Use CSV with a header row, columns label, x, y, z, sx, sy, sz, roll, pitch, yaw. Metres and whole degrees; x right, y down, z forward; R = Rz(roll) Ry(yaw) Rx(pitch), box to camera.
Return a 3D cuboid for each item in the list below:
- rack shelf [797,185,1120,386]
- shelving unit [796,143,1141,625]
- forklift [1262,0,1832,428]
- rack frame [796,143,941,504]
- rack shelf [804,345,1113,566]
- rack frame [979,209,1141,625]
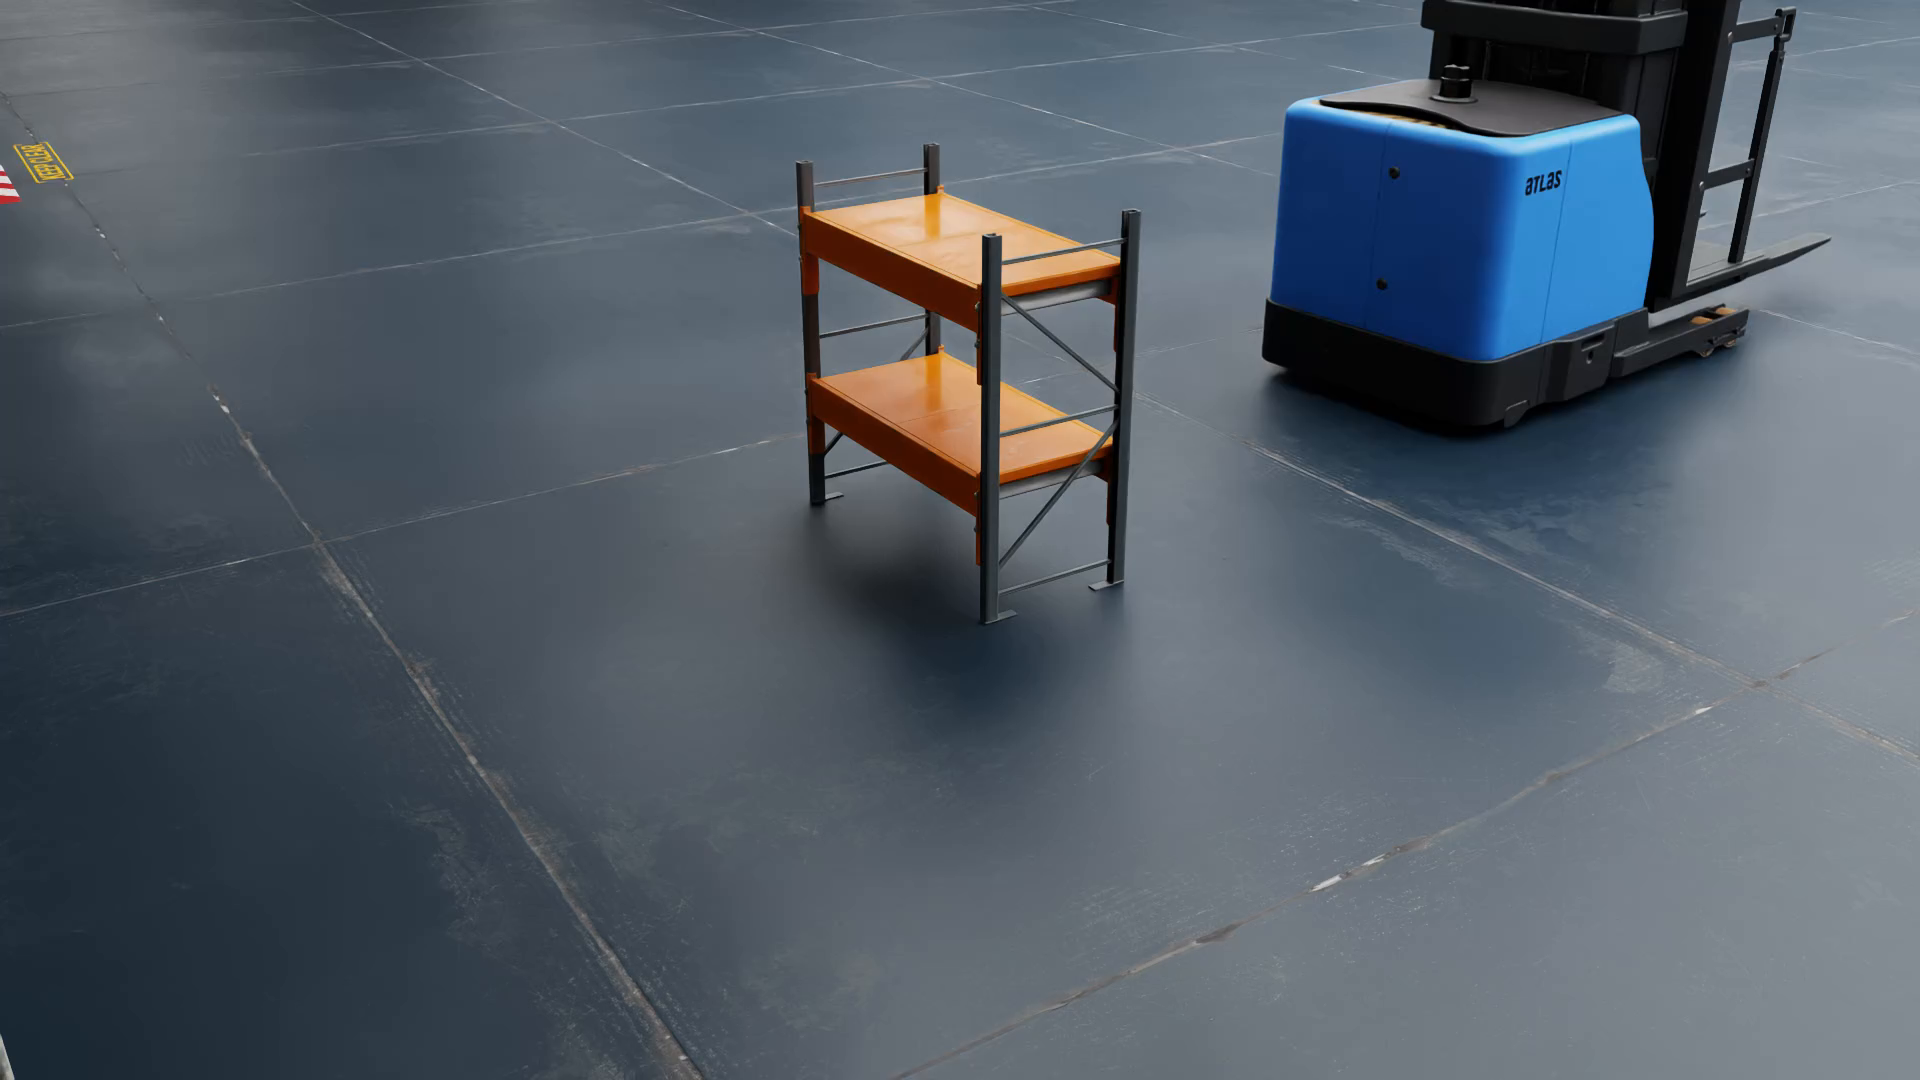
label,x,y,z,sx,sy,sz,roll,pitch,yaw
rack shelf,-0.004,-0.776,4.890,0.538,0.278,1.000,-16,29,-30
shelving unit,-0.004,-0.511,5.015,0.538,1.125,1.048,-16,29,-30
forklift,2.662,-2.232,6.545,3.031,2.935,1.130,-19,31,-35
rack frame,-0.281,-0.693,5.400,0.500,1.125,0.032,-16,29,-30
rack shelf,-0.004,-0.290,5.119,0.538,0.278,1.000,-16,29,-30
rack frame,0.274,-0.329,4.630,0.500,1.125,0.032,-16,29,-30
